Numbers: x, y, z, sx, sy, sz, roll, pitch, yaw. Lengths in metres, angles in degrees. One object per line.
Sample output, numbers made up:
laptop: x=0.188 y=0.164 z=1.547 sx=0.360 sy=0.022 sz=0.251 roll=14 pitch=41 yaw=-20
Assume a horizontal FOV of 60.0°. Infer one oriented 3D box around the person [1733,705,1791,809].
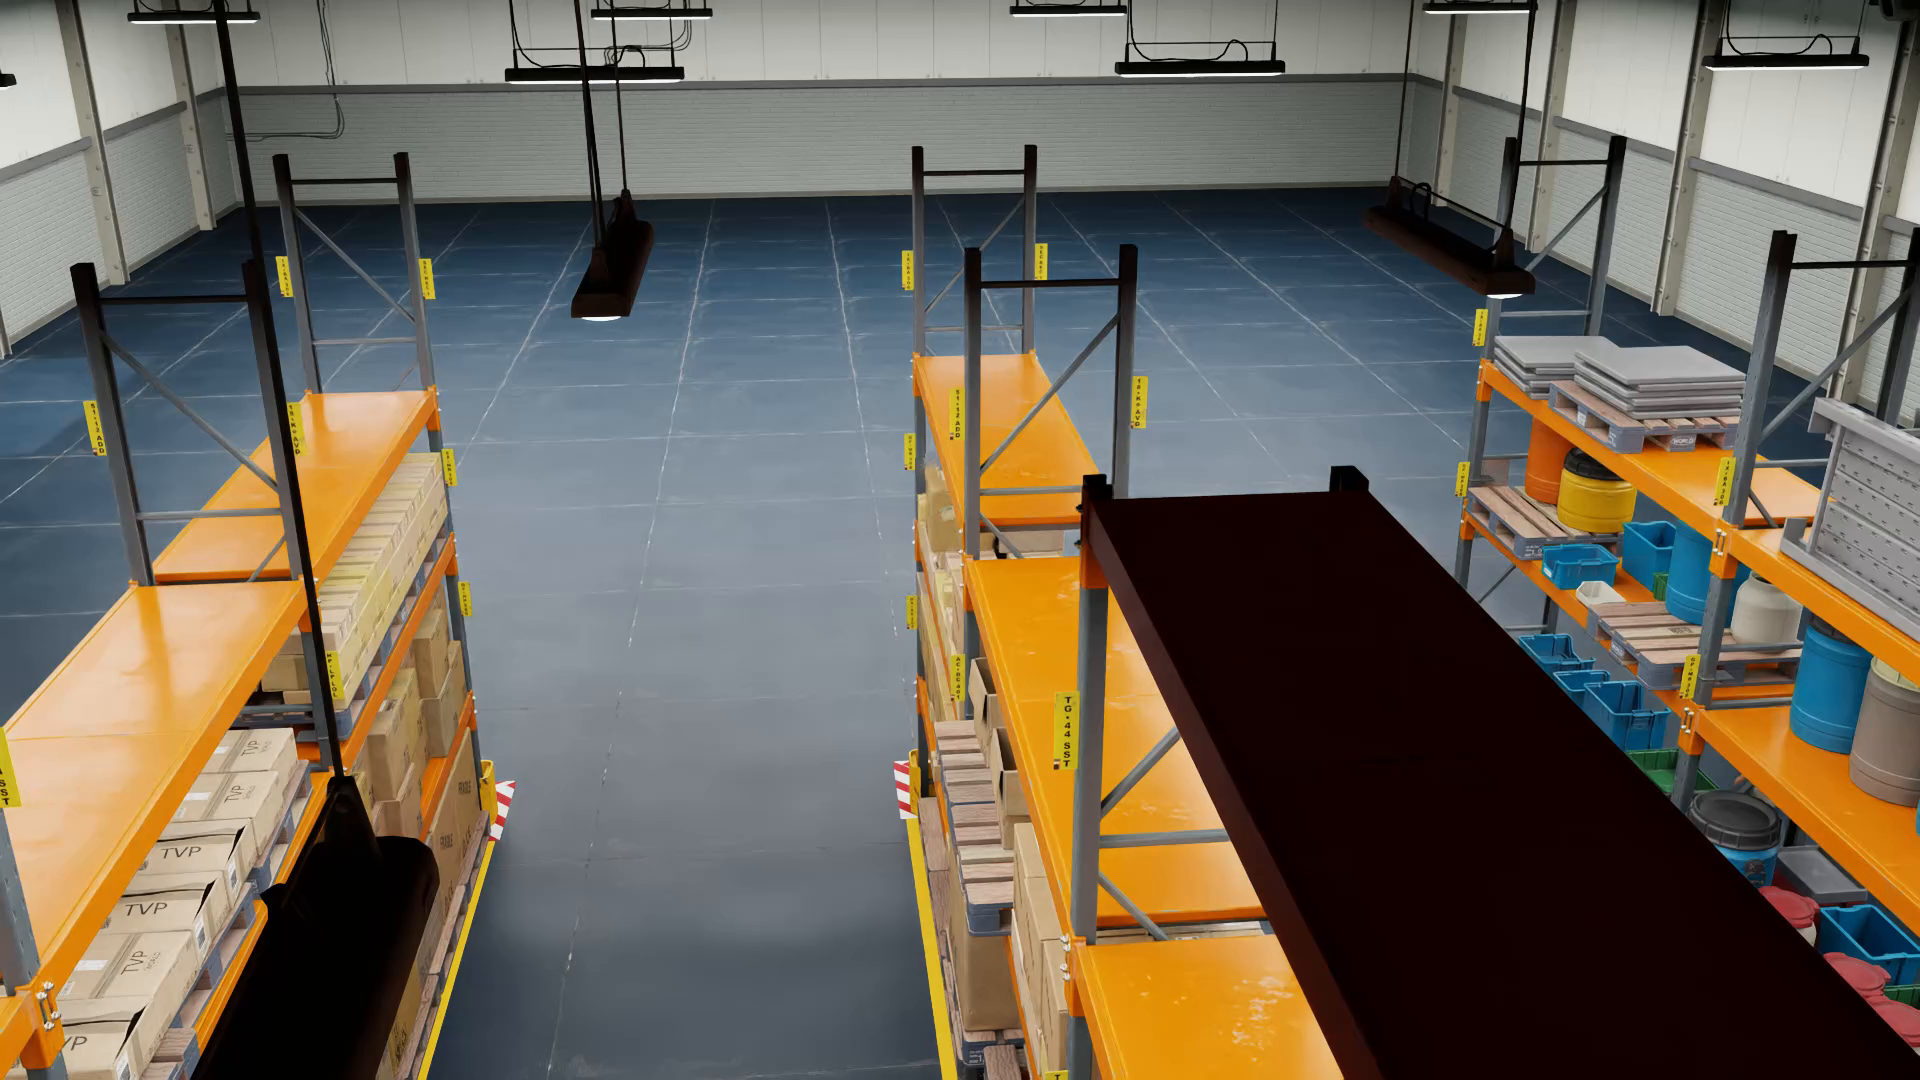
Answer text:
person: x=6.807 y=2.077 z=14.182 sx=0.468 sy=1.667 sz=0.745 roll=-7 pitch=23 yaw=-18
